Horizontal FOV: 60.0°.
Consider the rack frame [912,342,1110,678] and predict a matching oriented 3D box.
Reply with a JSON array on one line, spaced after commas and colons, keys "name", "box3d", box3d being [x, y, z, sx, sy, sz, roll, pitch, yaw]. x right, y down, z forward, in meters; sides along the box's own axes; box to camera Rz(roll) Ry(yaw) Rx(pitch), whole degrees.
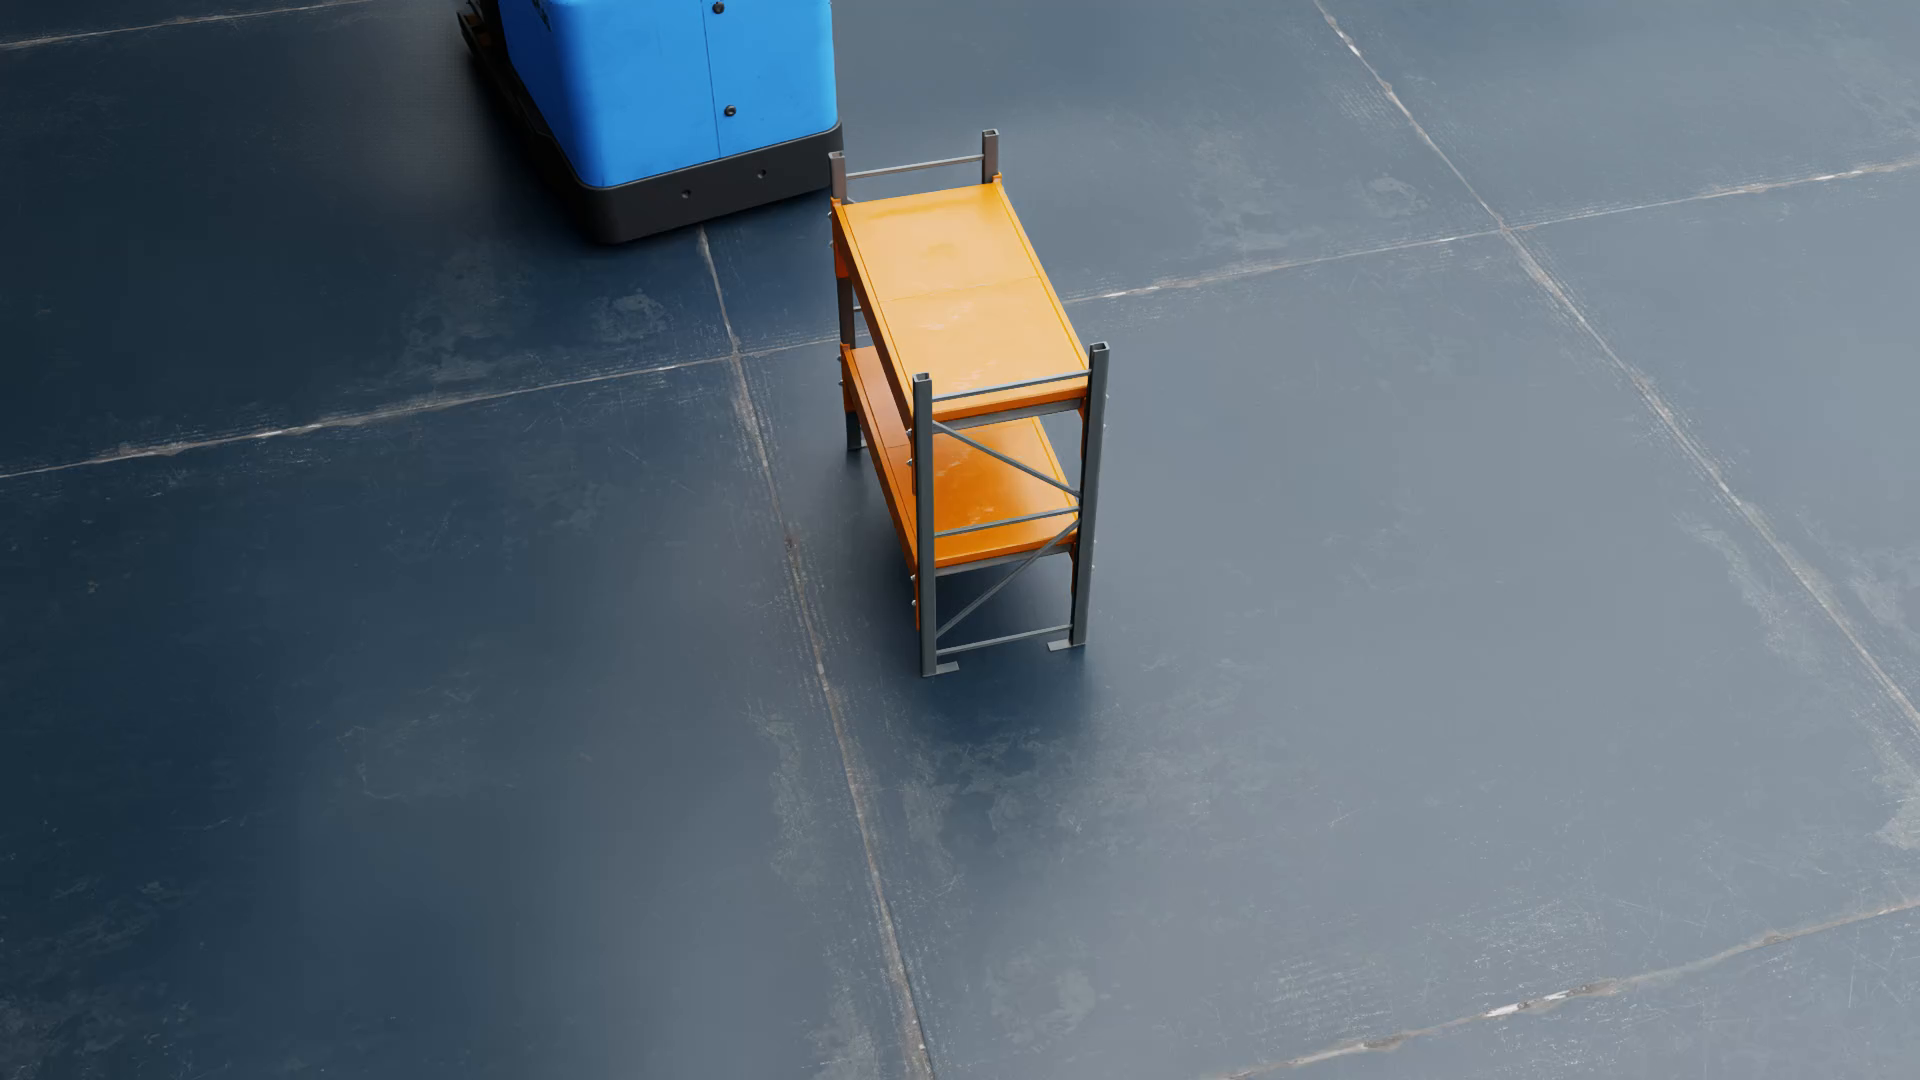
[{"name": "rack frame", "box3d": [0.128, -0.047, 4.509, 0.500, 1.125, 0.032, -11, 47, -10]}]

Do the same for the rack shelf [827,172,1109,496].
[{"name": "rack shelf", "box3d": [-0.002, -0.603, 4.644, 0.538, 0.278, 1.000, -11, 47, -10]}]

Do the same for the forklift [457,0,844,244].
[{"name": "forklift", "box3d": [-1.558, -3.195, 6.329, 1.130, 2.935, 3.031, -19, 49, -18]}]

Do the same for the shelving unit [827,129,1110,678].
[{"name": "shelving unit", "box3d": [-0.002, -0.398, 4.853, 0.538, 1.125, 1.048, -11, 47, -10]}]

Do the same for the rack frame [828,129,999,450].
[{"name": "rack frame", "box3d": [-0.132, -0.749, 5.197, 0.500, 1.125, 0.032, -11, 47, -10]}]

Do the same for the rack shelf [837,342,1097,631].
[{"name": "rack shelf", "box3d": [-0.002, -0.227, 5.027, 0.538, 0.278, 1.000, -11, 47, -10]}]
